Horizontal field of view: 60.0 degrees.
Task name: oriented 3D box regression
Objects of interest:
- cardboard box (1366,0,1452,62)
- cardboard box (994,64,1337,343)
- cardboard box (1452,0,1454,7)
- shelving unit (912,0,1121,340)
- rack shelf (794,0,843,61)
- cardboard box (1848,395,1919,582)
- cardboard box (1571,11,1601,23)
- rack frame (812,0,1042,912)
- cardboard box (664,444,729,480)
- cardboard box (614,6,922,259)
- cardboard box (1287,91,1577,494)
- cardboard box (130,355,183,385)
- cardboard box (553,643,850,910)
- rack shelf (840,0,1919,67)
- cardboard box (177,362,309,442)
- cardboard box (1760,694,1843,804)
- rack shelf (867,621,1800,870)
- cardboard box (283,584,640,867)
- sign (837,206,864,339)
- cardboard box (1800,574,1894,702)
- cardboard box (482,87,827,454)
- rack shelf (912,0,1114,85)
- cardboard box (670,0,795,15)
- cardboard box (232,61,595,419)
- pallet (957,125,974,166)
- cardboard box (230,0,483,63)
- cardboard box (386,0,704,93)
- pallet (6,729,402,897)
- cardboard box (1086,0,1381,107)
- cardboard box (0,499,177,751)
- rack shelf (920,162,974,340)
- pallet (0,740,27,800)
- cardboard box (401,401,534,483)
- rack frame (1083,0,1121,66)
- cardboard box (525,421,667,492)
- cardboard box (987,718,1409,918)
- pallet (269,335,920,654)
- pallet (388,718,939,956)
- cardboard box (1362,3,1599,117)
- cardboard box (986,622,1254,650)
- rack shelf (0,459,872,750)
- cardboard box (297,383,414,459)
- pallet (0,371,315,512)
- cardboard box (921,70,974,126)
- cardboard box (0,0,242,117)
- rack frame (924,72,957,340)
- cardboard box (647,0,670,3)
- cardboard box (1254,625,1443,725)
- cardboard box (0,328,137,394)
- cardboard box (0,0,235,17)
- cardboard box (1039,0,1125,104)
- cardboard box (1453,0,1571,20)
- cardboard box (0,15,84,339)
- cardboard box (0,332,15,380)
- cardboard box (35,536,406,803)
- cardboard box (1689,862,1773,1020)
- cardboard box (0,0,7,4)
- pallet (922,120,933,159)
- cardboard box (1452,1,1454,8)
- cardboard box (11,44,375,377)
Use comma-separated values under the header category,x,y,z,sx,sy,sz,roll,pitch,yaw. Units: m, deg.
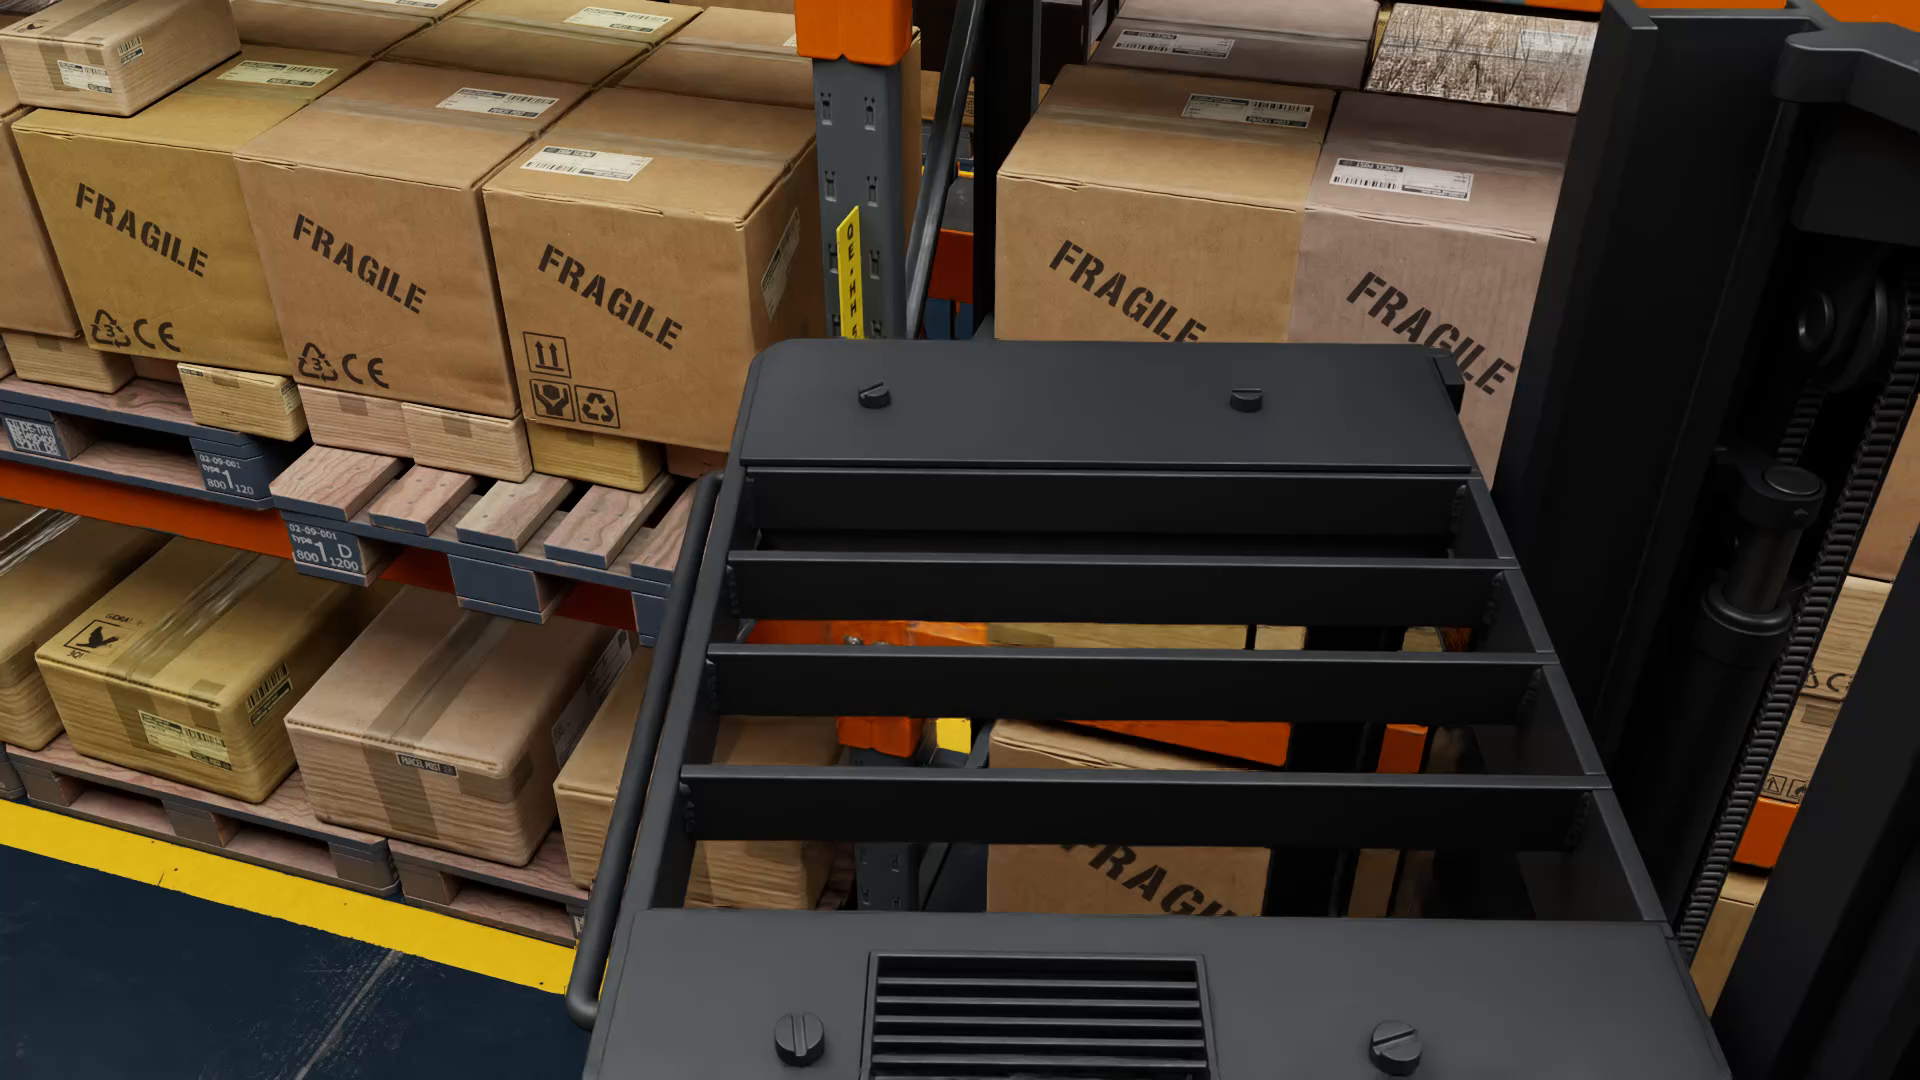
category,x,y,z,sx,sy,sz,roll,pitch,yaw
cardboard box,1.933,-2.305,7.473,0.500,0.250,0.500,9,37,12
cardboard box,0.365,-0.498,2.969,0.500,0.500,0.500,9,37,12
cardboard box,2.078,-2.591,7.862,0.500,0.250,0.500,10,37,13
shelving unit,0.158,-0.816,5.088,0.503,2.100,0.431,10,38,14
rack shelf,-1.942,-1.553,3.405,4.000,0.370,1.077,10,38,14
cardboard box,1.331,-0.316,2.721,0.500,0.500,0.500,12,38,15
cardboard box,2.885,-2.121,7.223,0.500,0.250,0.500,11,38,14
rack frame,-0.033,-0.281,3.601,0.127,3.000,1.000,10,38,14
cardboard box,-0.416,-0.274,3.449,0.250,0.149,0.380,12,38,16
cardboard box,-0.393,-0.820,3.645,0.500,0.500,0.500,9,37,13
cardboard box,0.841,-0.416,2.857,0.500,0.500,0.500,11,38,14
cardboard box,-1.654,-0.505,3.763,0.250,0.149,0.380,11,38,14
cardboard box,-0.569,0.503,4.399,0.625,0.372,0.950,8,37,11
rack shelf,1.876,-0.846,2.445,4.000,0.370,1.077,10,38,14
cardboard box,-1.452,-0.389,3.606,0.250,0.149,0.380,11,38,15
cardboard box,1.354,0.185,3.094,0.500,0.250,0.500,12,38,15
rack shelf,1.876,0.362,3.334,4.000,0.370,1.077,10,38,14
cardboard box,-1.276,0.377,4.570,0.625,0.372,0.950,10,37,13
sign,-0.186,-0.407,2.862,0.005,0.325,0.100,10,38,14
cardboard box,1.342,-0.005,2.932,0.500,0.250,0.500,10,38,14
cardboard box,-0.550,-0.533,3.254,0.500,0.500,0.500,9,37,13
rack shelf,0.158,-1.369,4.681,0.480,0.518,0.431,10,38,14
cardboard box,-0.932,-2.838,8.619,0.750,0.750,1.050,10,38,14
cardboard box,-1.046,-0.618,3.370,0.500,0.500,0.500,10,38,13
pallet,0.617,-2.158,8.504,1.213,0.211,1.003,10,38,14
cardboard box,-1.402,-0.999,3.887,0.500,0.500,0.500,11,38,15
cardboard box,-0.893,-0.909,3.764,0.500,0.500,0.500,12,38,16
pallet,-1.939,0.487,4.911,1.213,0.211,1.003,10,38,14
cardboard box,0.539,-0.780,3.352,0.500,0.500,0.500,10,37,13
cardboard box,-2.662,0.118,4.922,0.625,0.372,0.950,13,38,17
rack shelf,0.158,-0.805,5.096,0.480,0.518,0.431,10,38,14
pallet,-3.107,0.272,5.202,1.213,0.211,1.003,10,38,14
cardboard box,-0.947,-0.299,3.484,0.250,0.149,0.380,10,38,14
rack frame,0.391,-0.773,5.029,0.015,2.100,0.400,10,38,14
cardboard box,-0.693,-0.280,3.458,0.250,0.149,0.380,11,38,15
cardboard box,0.602,0.575,3.877,0.875,0.875,0.875,10,38,13
pallet,-0.745,-0.269,3.747,1.003,0.211,1.213,10,38,14
pallet,-0.778,0.703,4.616,1.213,0.211,1.003,10,38,14
cardboard box,1.031,-0.694,3.235,0.500,0.500,0.500,11,38,15
cardboard box,0.359,0.008,3.335,0.500,0.250,0.500,10,37,13
rack shelf,-1.942,-0.345,4.295,4.000,0.370,1.077,10,38,14
cardboard box,-1.185,-0.348,3.550,0.250,0.149,0.380,9,37,12
pallet,-1.935,-0.530,4.102,1.213,0.211,1.003,10,38,14
cardboard box,-0.043,-2.674,8.396,0.750,0.750,1.050,11,38,15
cardboard box,-1.679,-1.001,3.342,0.250,0.149,0.380,9,37,12
rack frame,-0.075,-0.860,5.146,0.015,2.100,0.400,10,38,14
cardboard box,-1.852,-3.011,8.854,0.750,0.750,1.050,10,38,14
cardboard box,0.855,0.089,3.225,0.500,0.250,0.500,9,37,13
cardboard box,-1.918,-0.503,3.760,0.250,0.149,0.380,9,37,12
cardboard box,-1.877,-1.091,4.013,0.500,0.500,0.500,9,37,12
cardboard box,0.792,-2.521,8.188,0.750,0.750,1.050,10,38,13
cardboard box,2.417,-2.215,7.351,0.500,0.250,0.500,10,38,13
cardboard box,-2.049,-0.804,3.622,0.500,0.500,0.500,9,37,12
cardboard box,-2.182,-0.533,3.802,0.250,0.149,0.380,12,38,16
cardboard box,-1.998,0.240,4.756,0.625,0.372,0.950,12,38,15
cardboard box,1.452,0.735,3.659,0.875,0.875,0.875,11,38,14
cardboard box,-2.377,-1.184,4.138,0.500,0.500,0.500,12,38,15
pallet,-0.544,-2.375,8.799,1.213,0.211,1.003,10,38,14
cardboard box,2.563,-2.508,7.749,0.500,0.250,0.500,11,38,15
cardboard box,-1.528,-0.707,3.490,0.500,0.500,0.500,8,37,11
